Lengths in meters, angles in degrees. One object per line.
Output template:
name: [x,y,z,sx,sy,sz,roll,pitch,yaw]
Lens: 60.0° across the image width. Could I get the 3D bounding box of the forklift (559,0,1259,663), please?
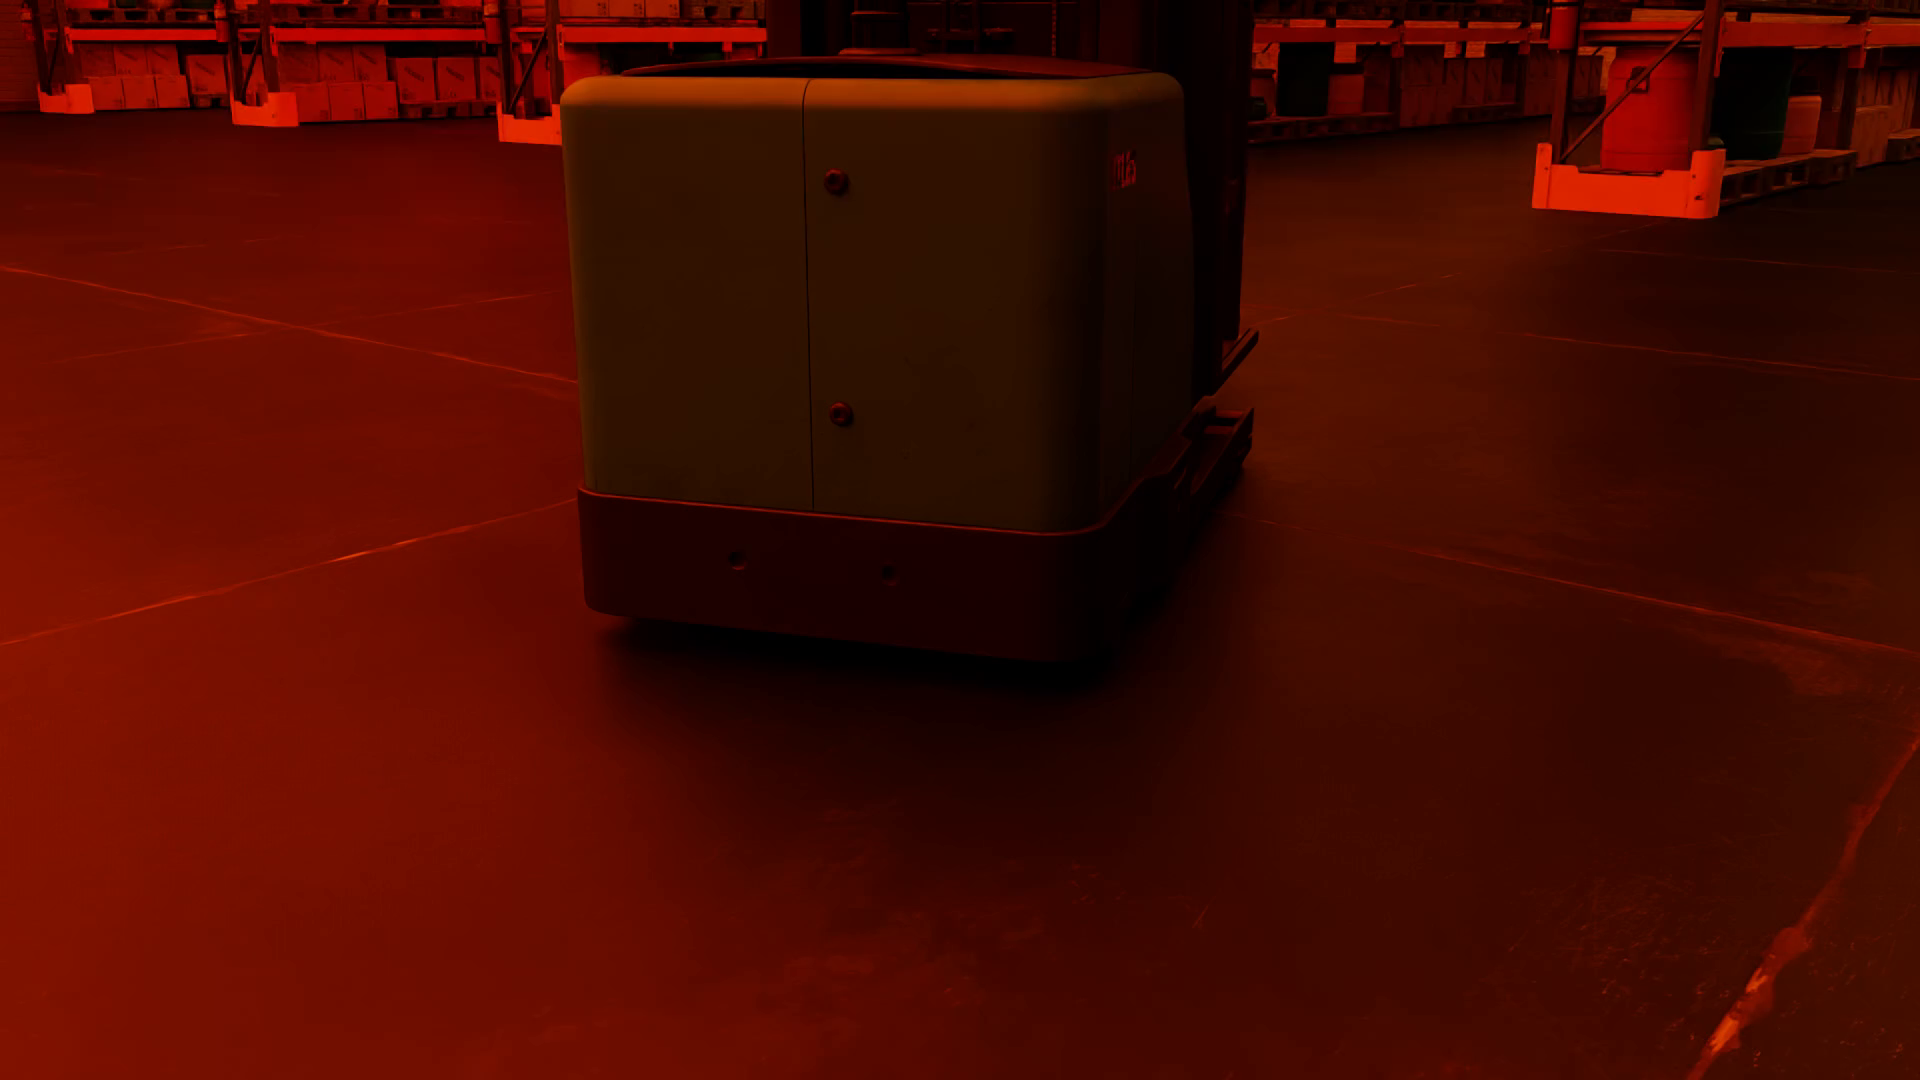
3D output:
forklift: [0.182,-1.571,4.072,1.130,2.935,3.031,5,18,17]
